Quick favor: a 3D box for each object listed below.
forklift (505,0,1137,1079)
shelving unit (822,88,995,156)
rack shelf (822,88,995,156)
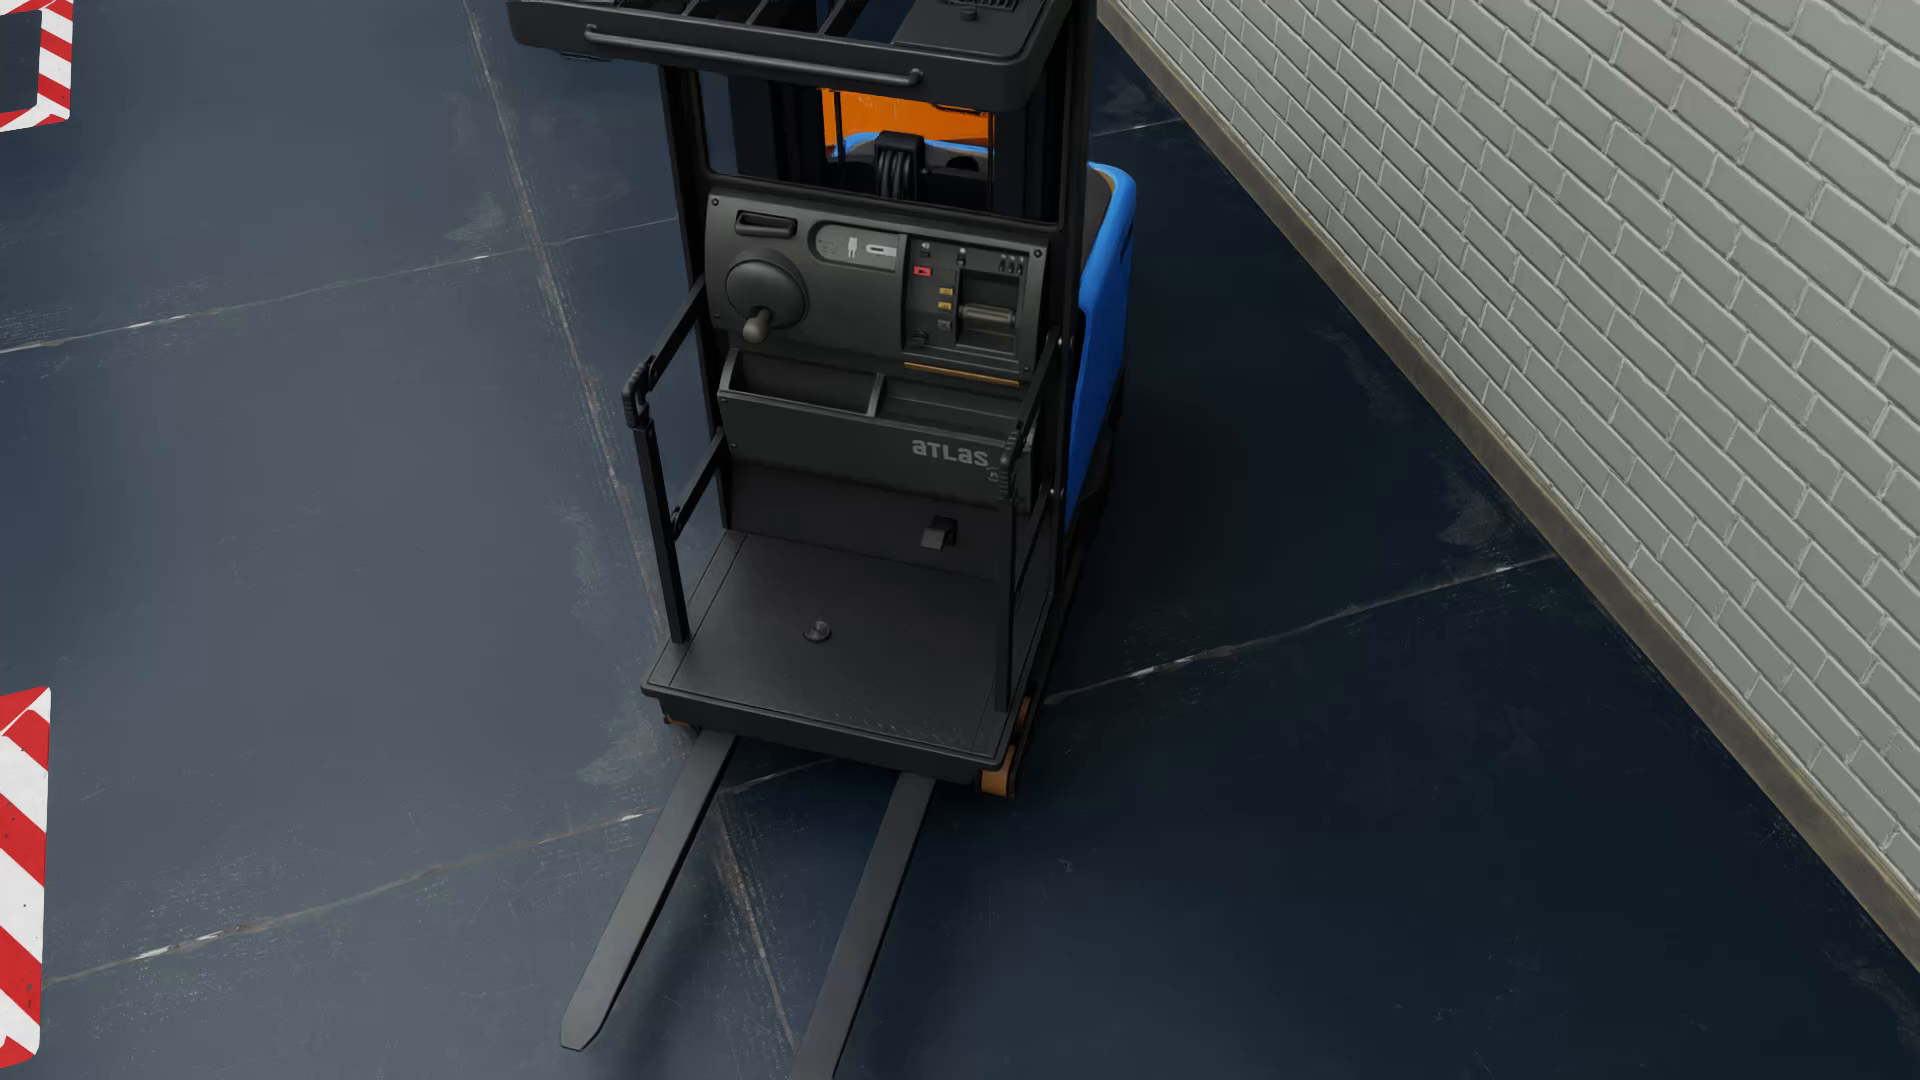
[{"bbox_3d":[-0.286,-0.581,4.260,1.130,2.935,3.031,11,46,11],"label":"forklift"},{"bbox_3d":[-0.235,-1.265,6.216,1.048,1.125,0.538,-4,45,-4],"label":"shelving unit"},{"bbox_3d":[-0.235,-1.471,6.009,1.000,0.278,0.538,-4,45,-4],"label":"rack shelf"}]
